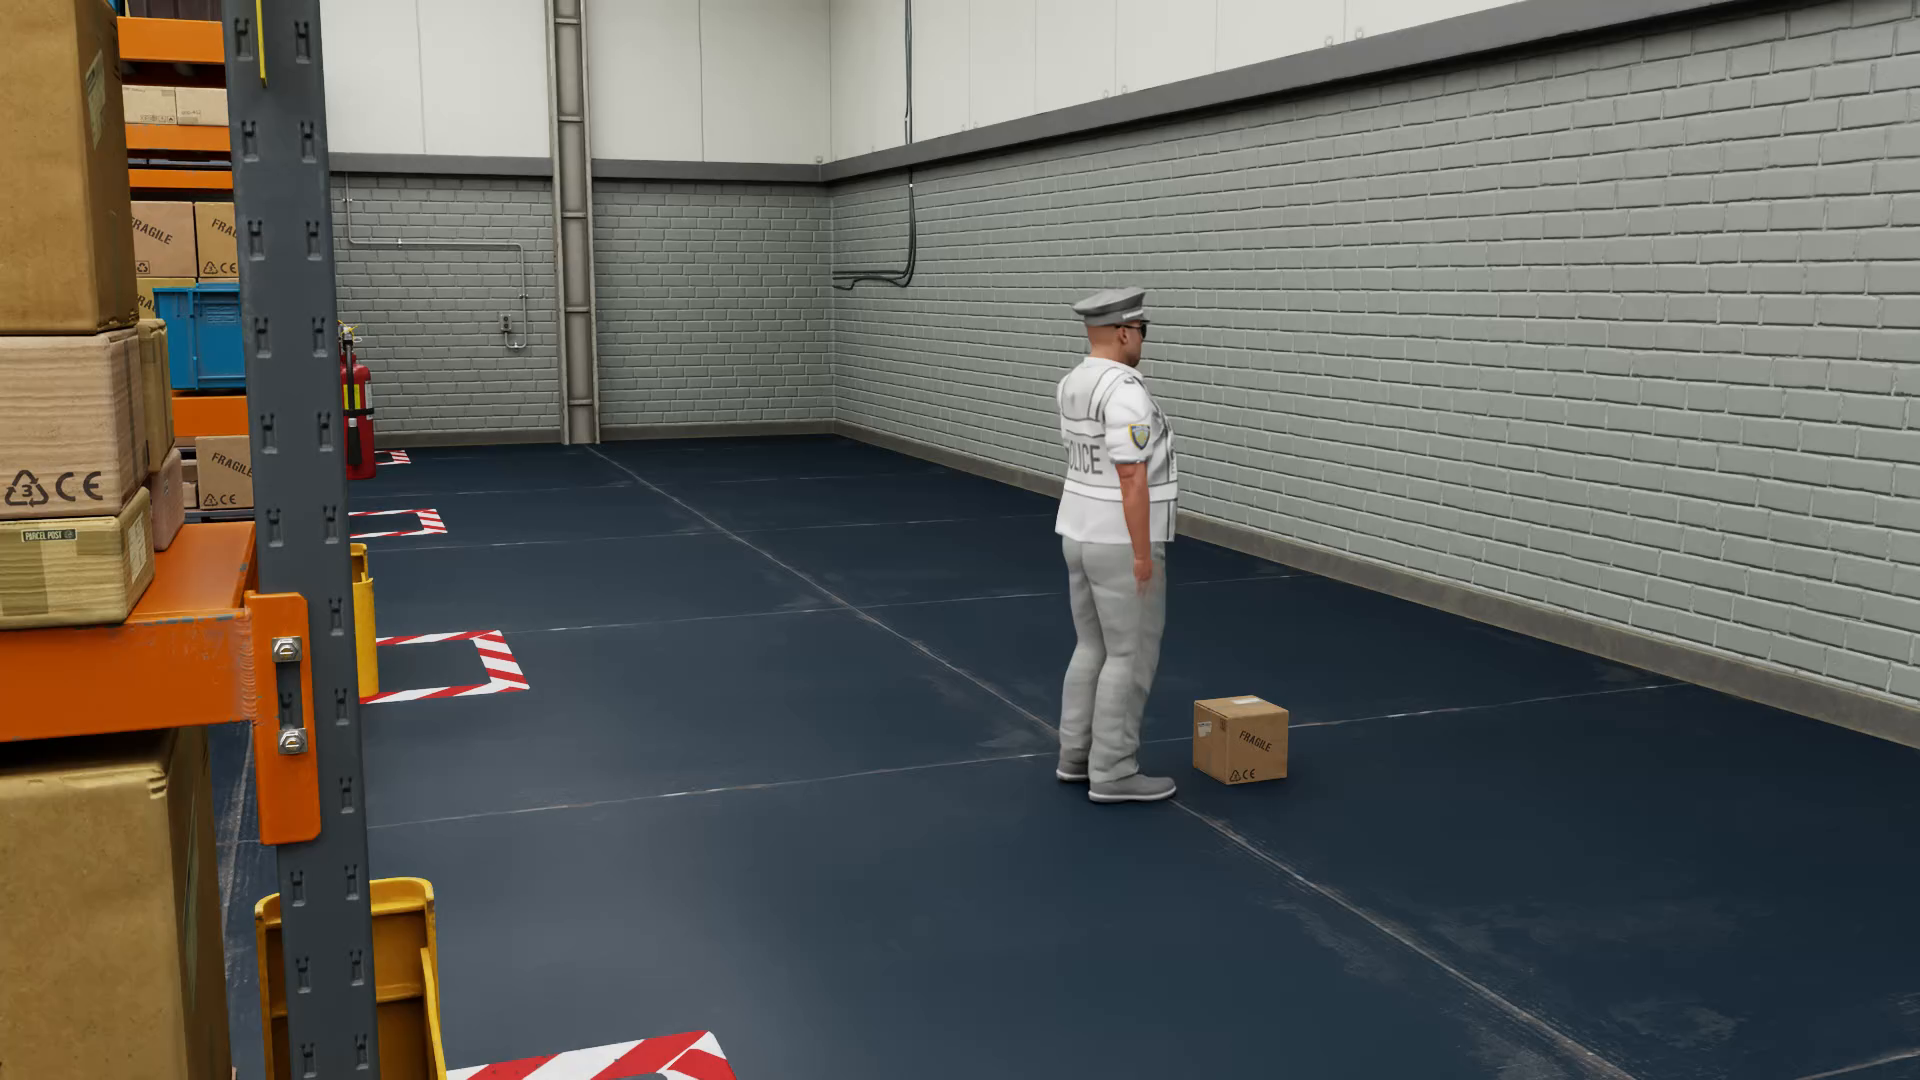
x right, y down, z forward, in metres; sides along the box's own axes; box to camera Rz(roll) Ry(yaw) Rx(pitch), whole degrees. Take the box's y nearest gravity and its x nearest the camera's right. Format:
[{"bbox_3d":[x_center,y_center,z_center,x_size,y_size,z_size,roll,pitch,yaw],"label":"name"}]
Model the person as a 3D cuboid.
[{"bbox_3d":[0.546,0.007,5.770,0.395,1.761,0.523,-3,9,-20],"label":"person"}]
